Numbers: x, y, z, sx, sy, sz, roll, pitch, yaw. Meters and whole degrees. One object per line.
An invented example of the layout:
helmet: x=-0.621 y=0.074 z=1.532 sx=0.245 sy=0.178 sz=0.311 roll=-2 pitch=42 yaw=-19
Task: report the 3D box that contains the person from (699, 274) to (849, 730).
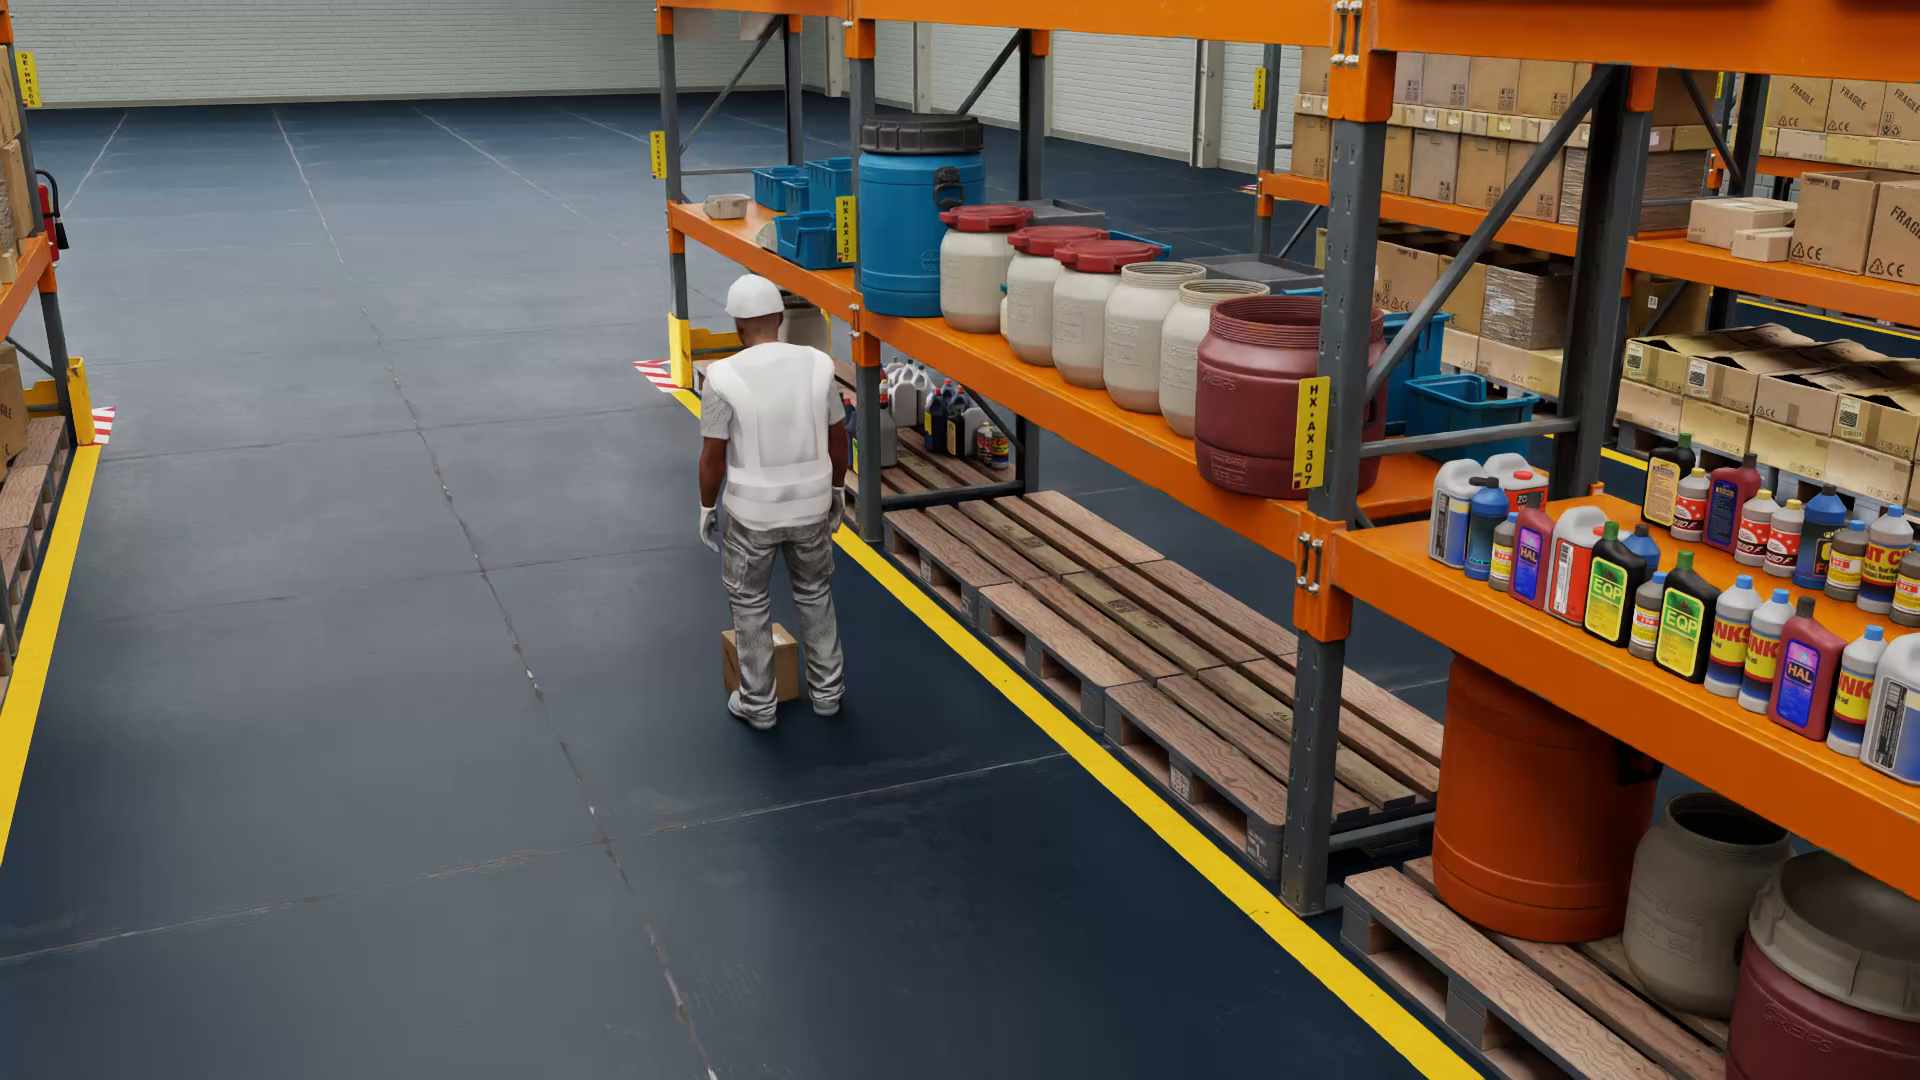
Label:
person: x=-0.722 y=-0.136 z=6.450 sx=0.609 sy=1.773 sz=0.450 roll=-9 pitch=21 yaw=-24
